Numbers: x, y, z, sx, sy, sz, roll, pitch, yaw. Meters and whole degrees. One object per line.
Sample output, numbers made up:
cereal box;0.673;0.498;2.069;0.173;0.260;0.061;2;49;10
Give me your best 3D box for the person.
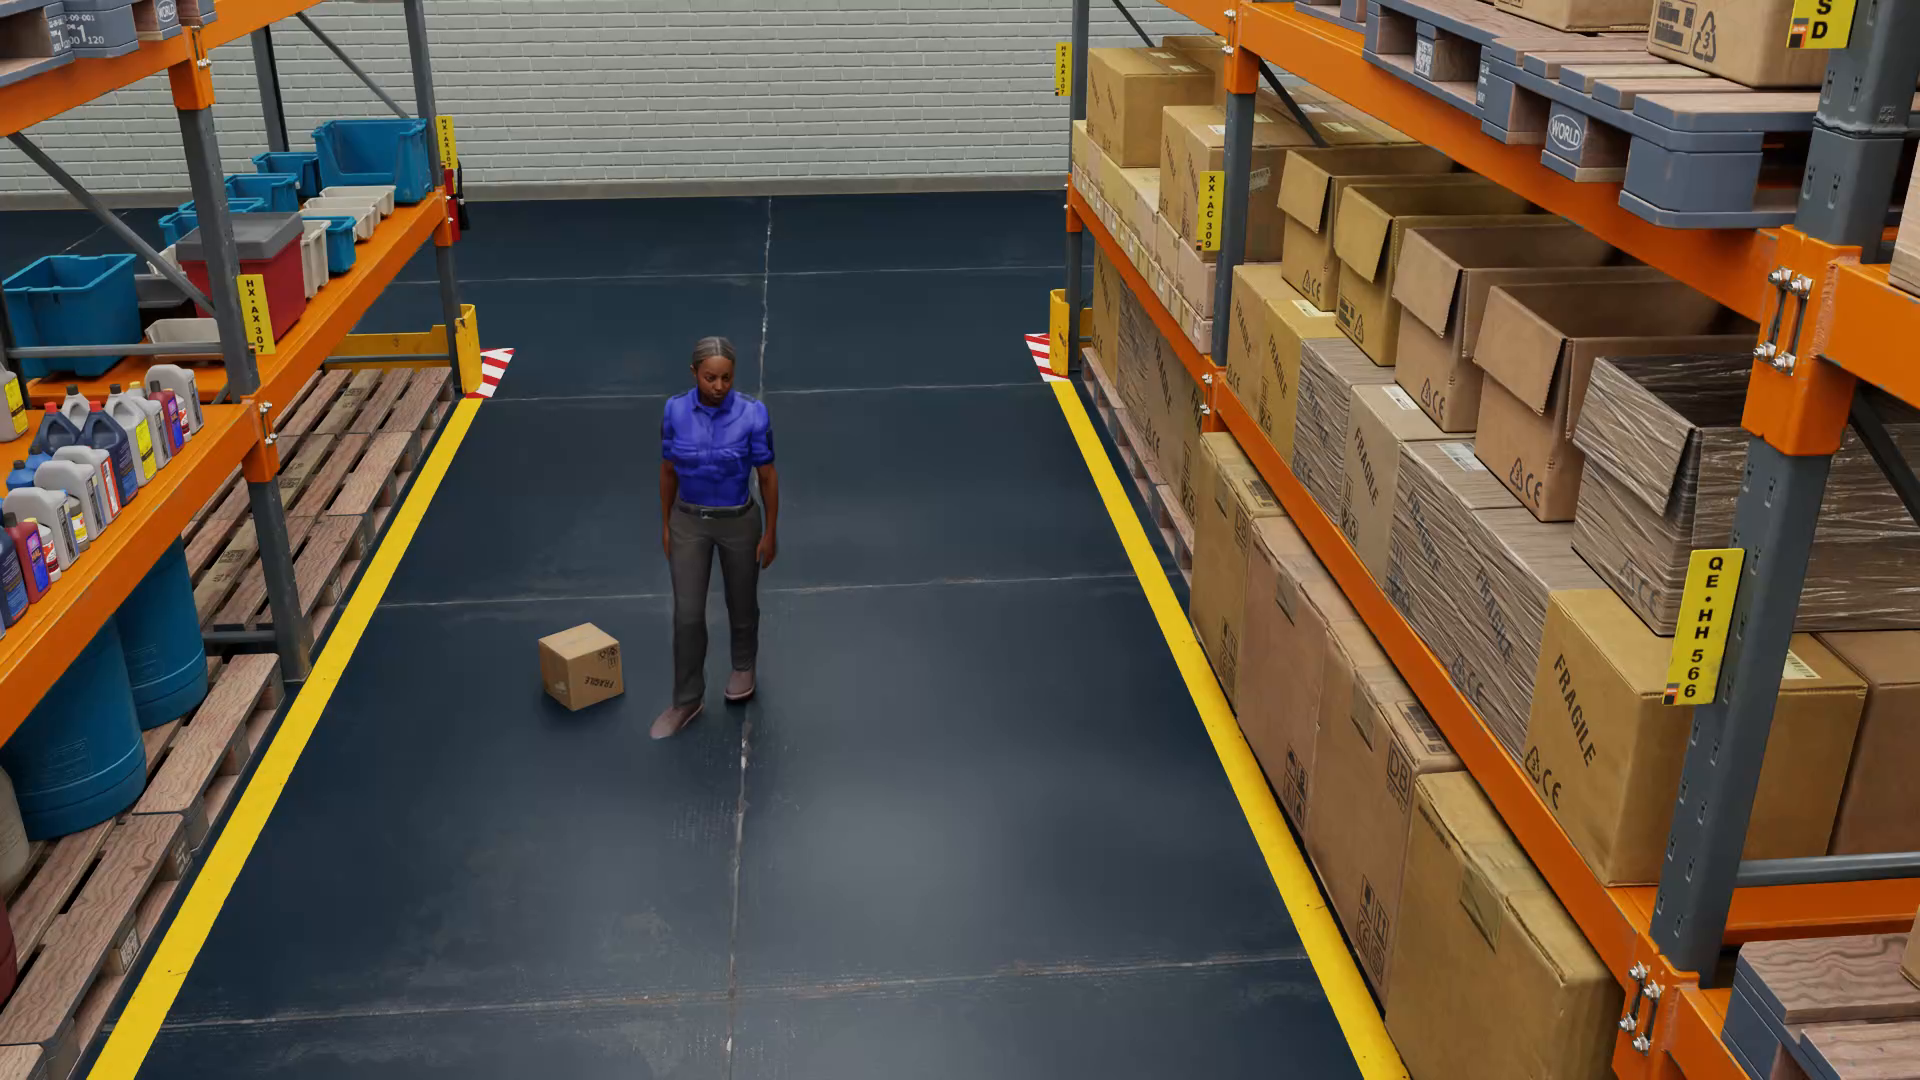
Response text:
person;-1.006;-0.033;6.729;0.572;1.711;0.540;-1;24;-1
